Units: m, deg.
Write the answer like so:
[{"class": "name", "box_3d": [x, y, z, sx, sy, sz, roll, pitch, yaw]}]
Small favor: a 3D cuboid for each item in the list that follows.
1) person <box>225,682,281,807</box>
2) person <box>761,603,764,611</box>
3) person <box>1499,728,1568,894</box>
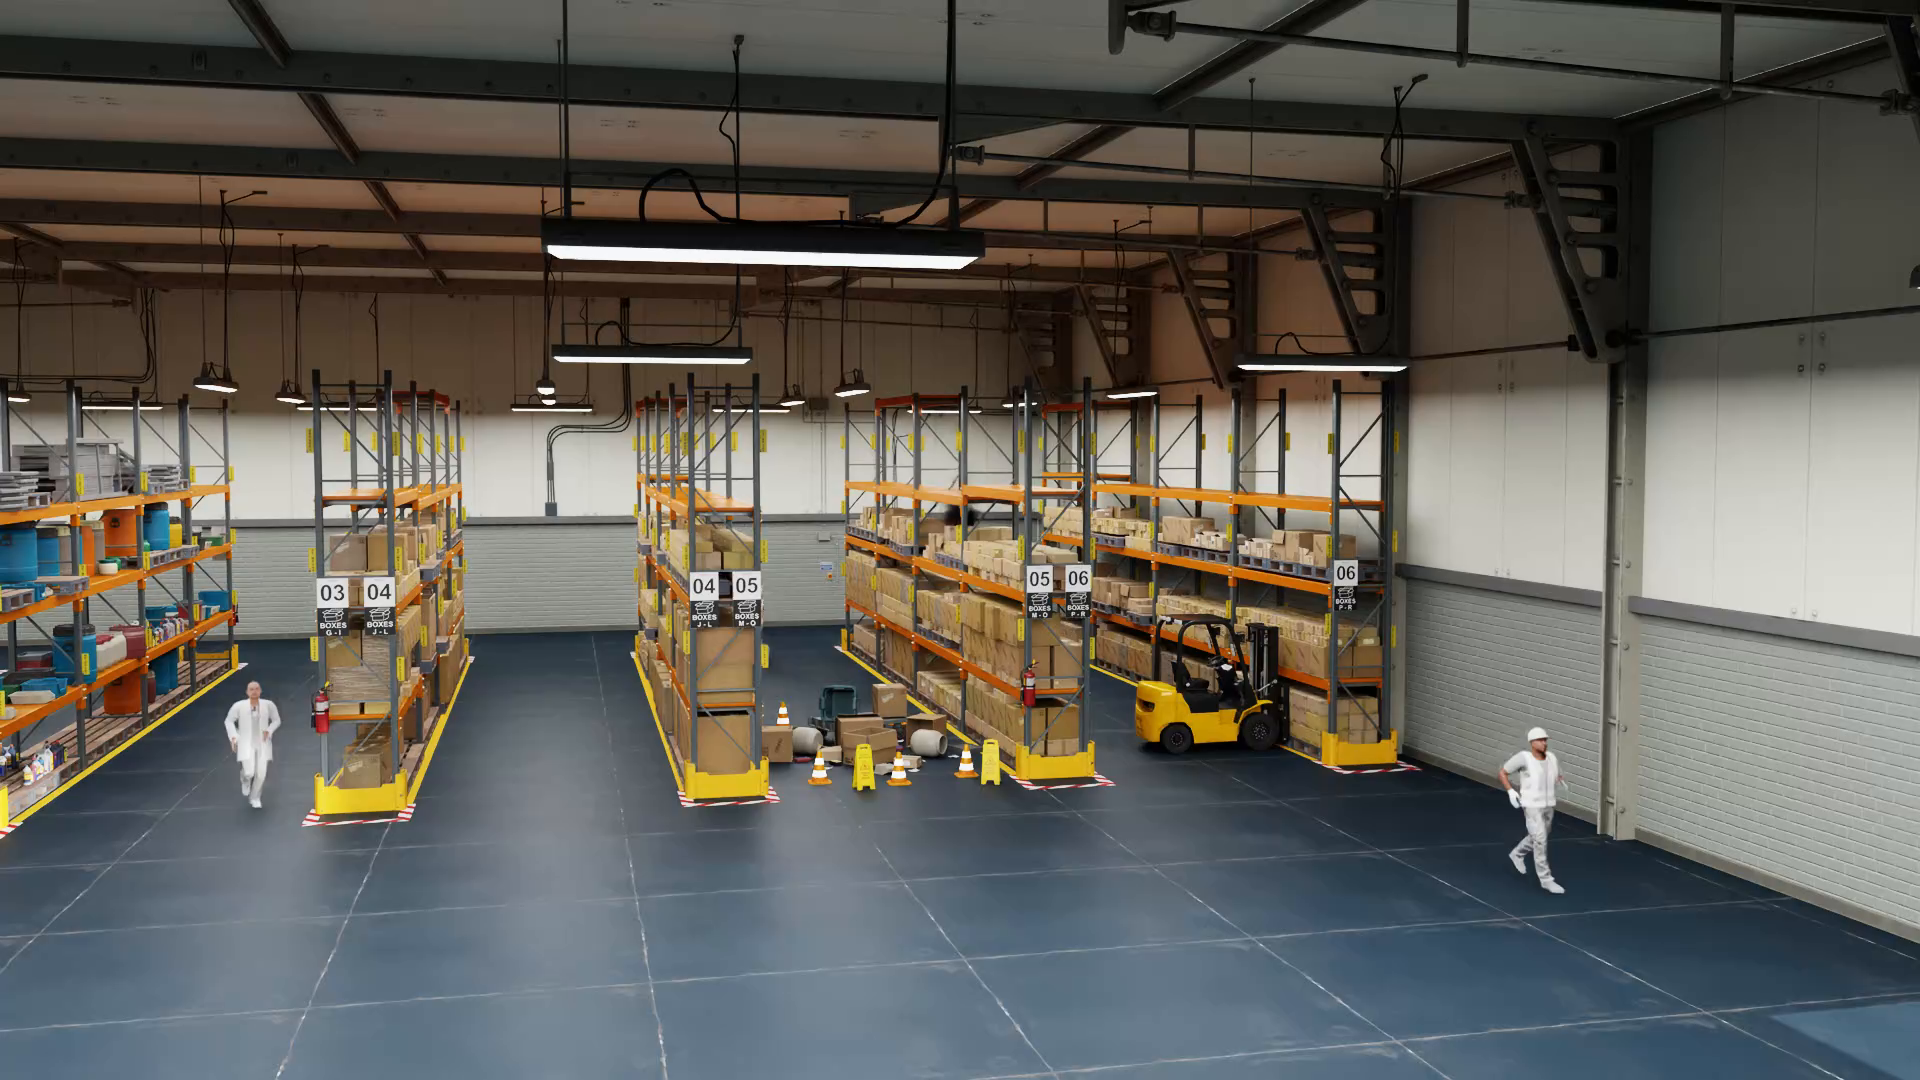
[{"class": "person", "box_3d": [-9.739, 2.816, 22.955, 0.709, 1.715, 0.612, -2, 4, -30]}, {"class": "person", "box_3d": [-4.921, 1.953, 38.683, 0.584, 1.728, 0.738, -2, 4, -32]}, {"class": "person", "box_3d": [6.510, 2.998, 18.758, 0.700, 1.769, 0.997, -1, 4, -22]}]
